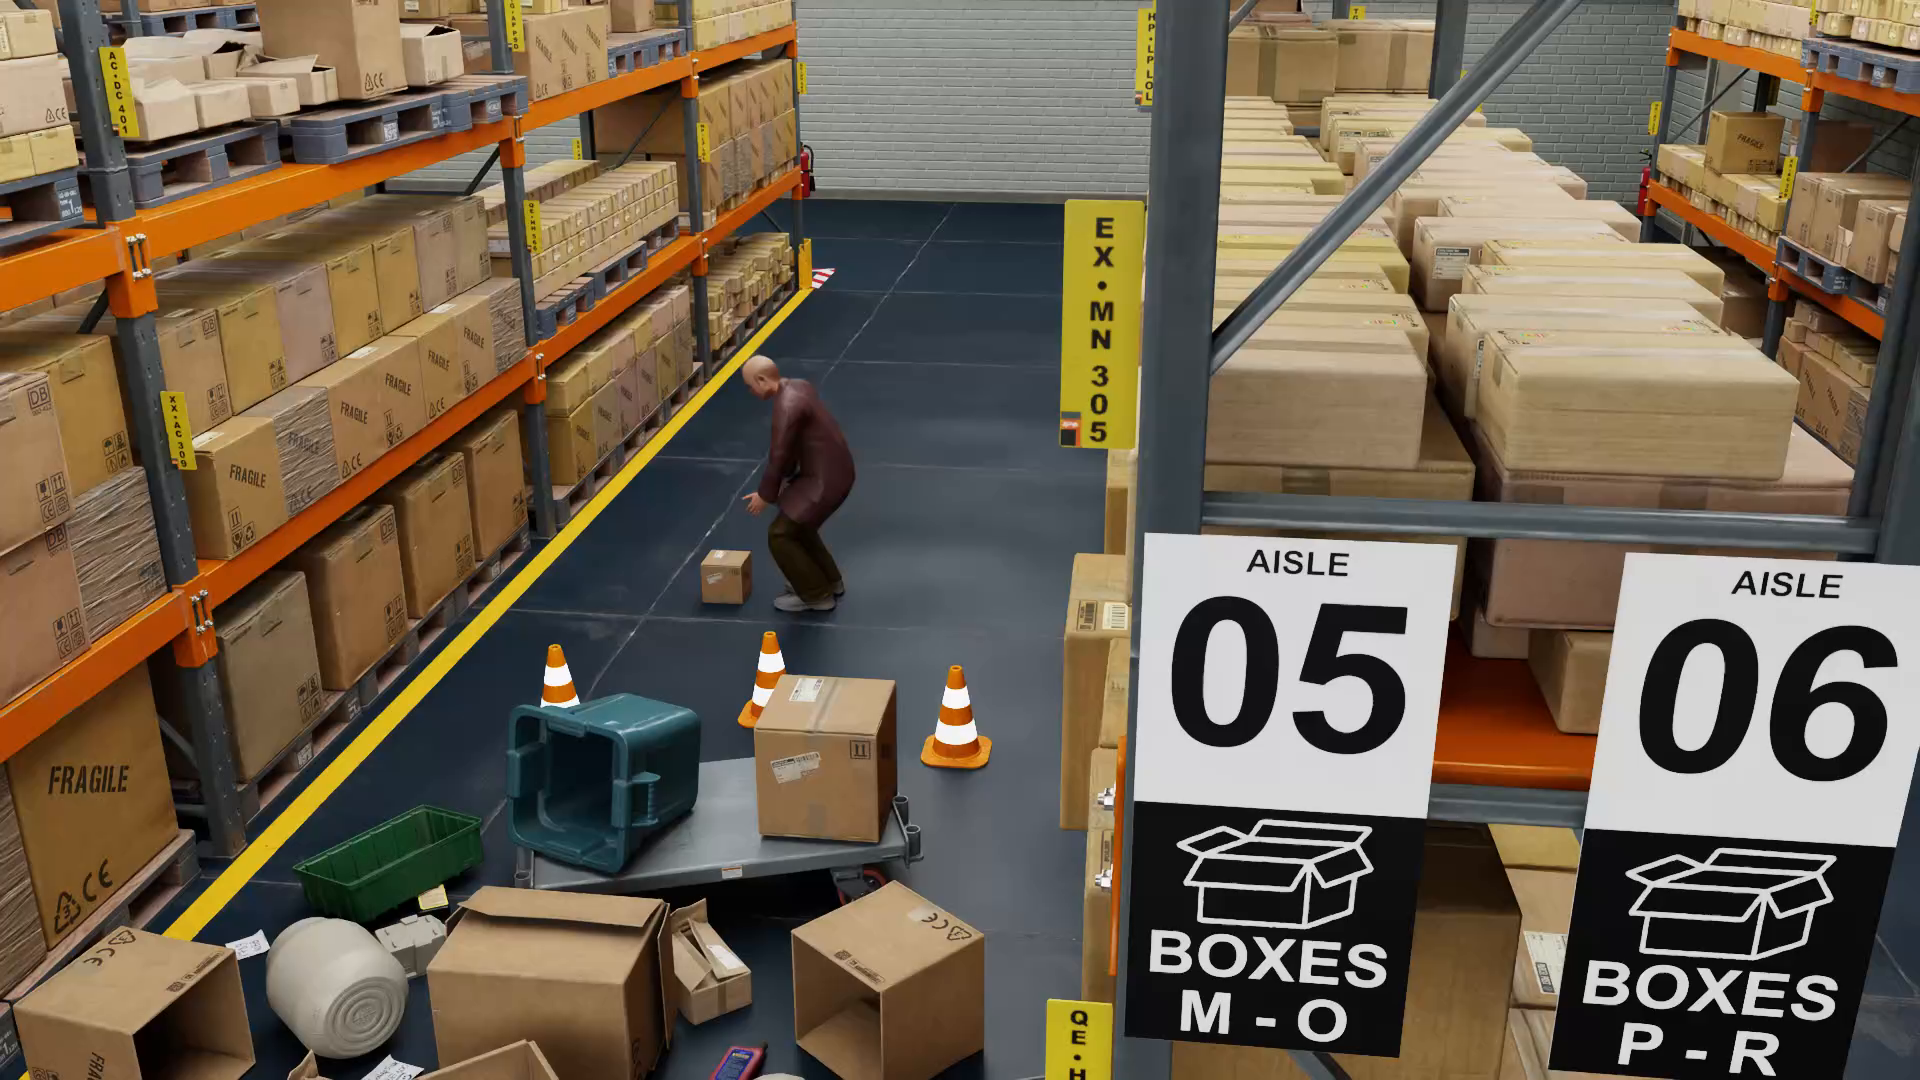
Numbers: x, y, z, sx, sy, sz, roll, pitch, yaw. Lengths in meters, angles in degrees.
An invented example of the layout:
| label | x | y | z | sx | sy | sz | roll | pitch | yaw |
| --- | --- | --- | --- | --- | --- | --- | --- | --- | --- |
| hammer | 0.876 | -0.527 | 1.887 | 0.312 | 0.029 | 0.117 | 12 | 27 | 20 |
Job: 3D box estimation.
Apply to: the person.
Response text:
| label | x | y | z | sx | sy | sz | roll | pitch | yaw |
| --- | --- | --- | --- | --- | --- | --- | --- | --- | --- |
| person | -0.944 | -0.334 | 9.841 | 0.636 | 1.526 | 0.627 | 3 | 21 | 7 |
